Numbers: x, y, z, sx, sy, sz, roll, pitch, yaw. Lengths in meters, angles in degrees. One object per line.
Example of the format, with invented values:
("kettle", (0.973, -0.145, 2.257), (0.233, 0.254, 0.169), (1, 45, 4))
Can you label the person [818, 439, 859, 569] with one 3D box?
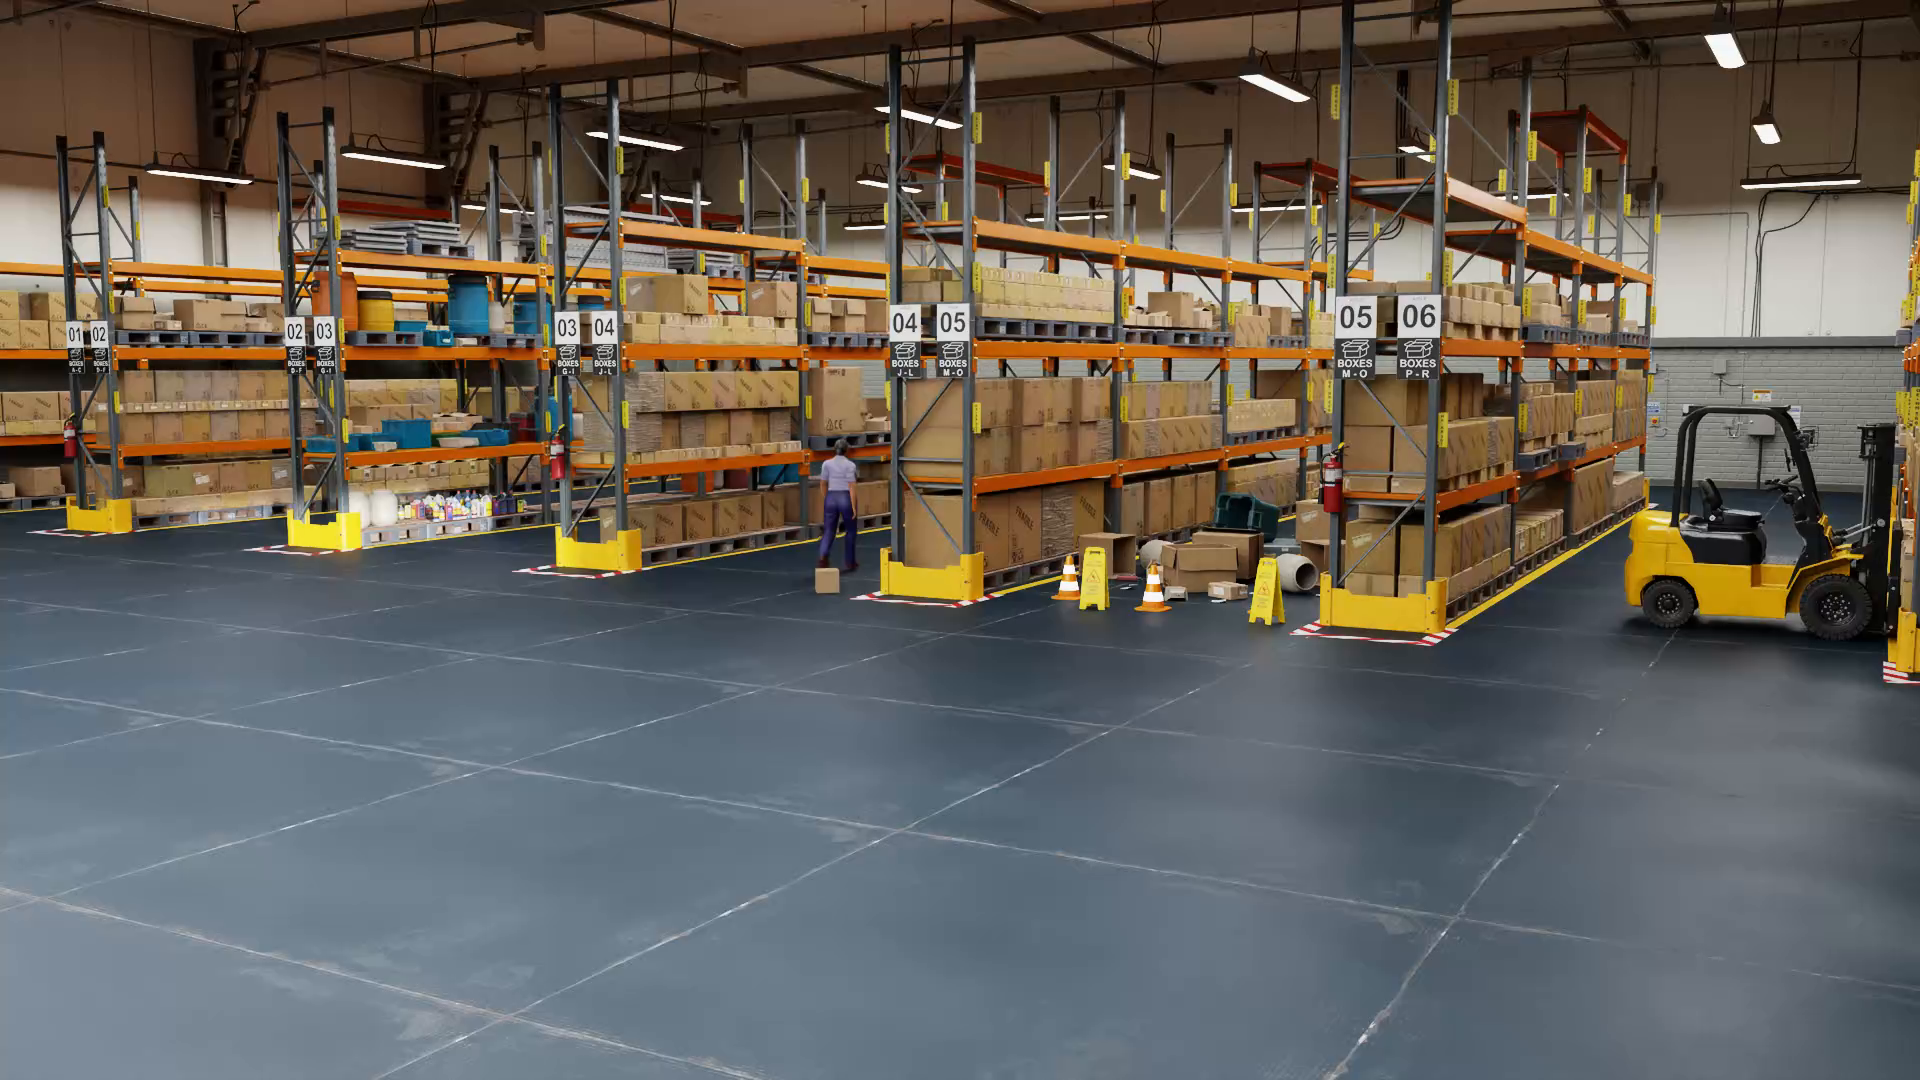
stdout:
("person", (-1.490, -0.434, 20.444), (0.485, 1.613, 0.856), (1, 6, 11))
